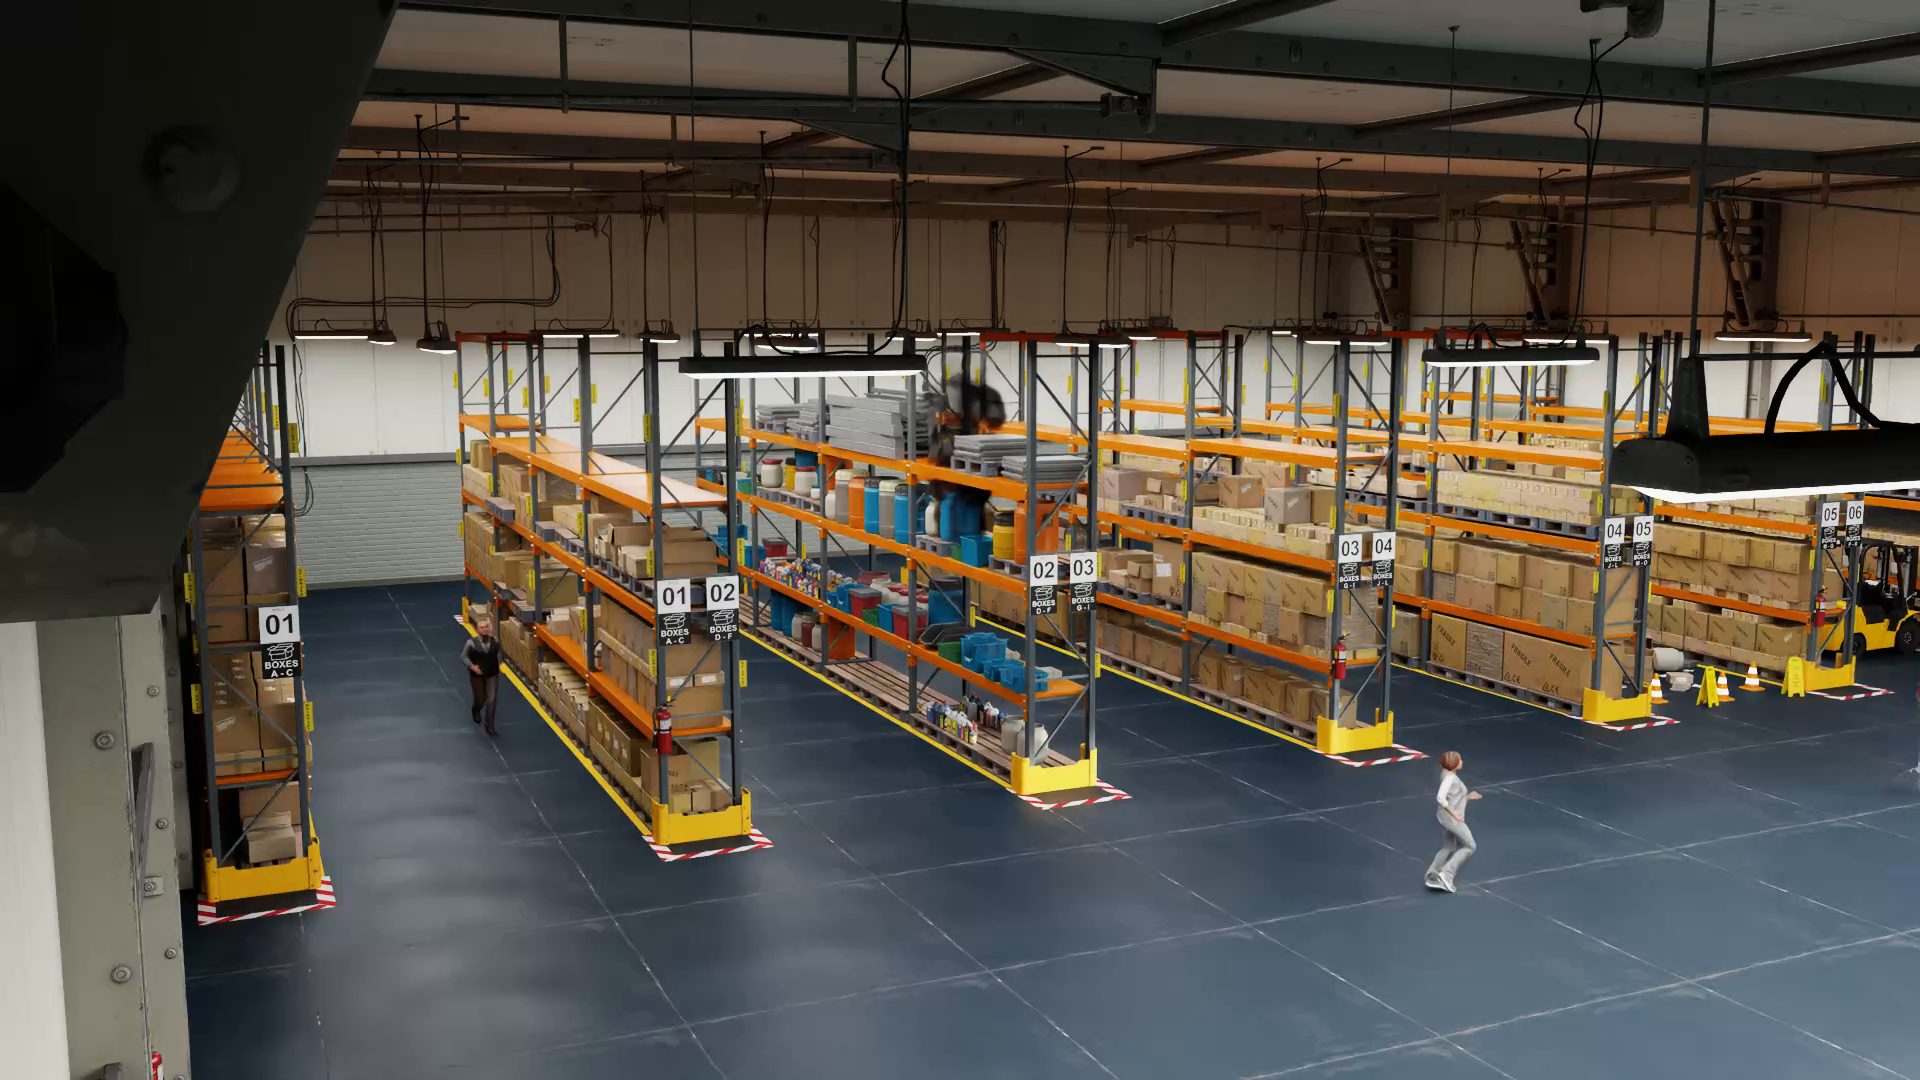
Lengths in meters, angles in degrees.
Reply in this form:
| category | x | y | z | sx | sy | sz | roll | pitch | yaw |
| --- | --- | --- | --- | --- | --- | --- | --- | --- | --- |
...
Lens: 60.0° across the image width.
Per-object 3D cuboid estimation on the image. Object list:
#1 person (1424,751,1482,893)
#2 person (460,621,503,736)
| category | x | y | z | sx | sy | sz | roll | pitch | yaw |
| --- | --- | --- | --- | --- | --- | --- | --- | --- | --- |
| person | 5.439 | 3.092 | 18.275 | 0.607 | 1.582 | 0.521 | 0 | 8 | 2 |
| person | -7.276 | 2.082 | 25.393 | 0.665 | 1.713 | 0.821 | -4 | 9 | -29 |
